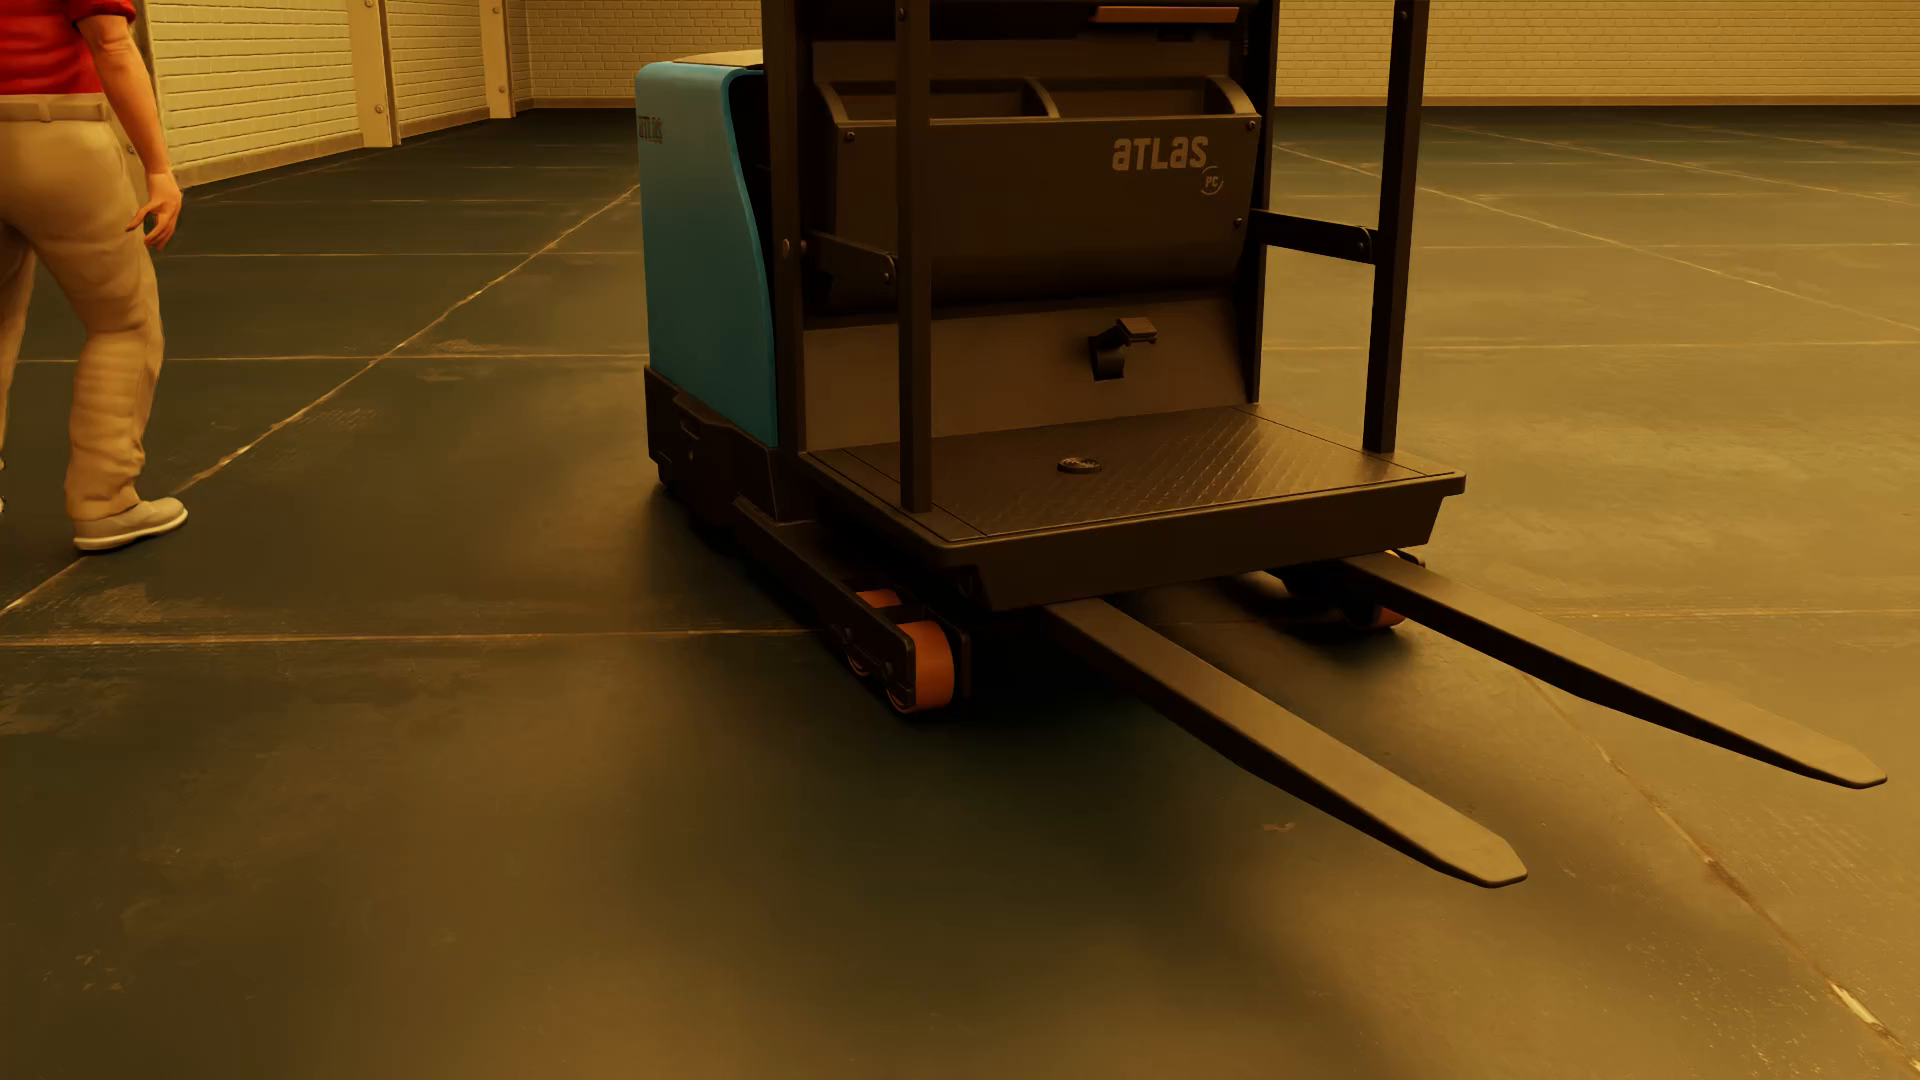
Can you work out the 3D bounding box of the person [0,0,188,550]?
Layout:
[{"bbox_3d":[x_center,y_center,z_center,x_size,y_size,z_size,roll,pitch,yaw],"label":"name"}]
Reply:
[{"bbox_3d":[-2.112,-0.832,3.738,0.842,1.702,0.382,2,17,7],"label":"person"}]

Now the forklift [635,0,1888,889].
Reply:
[{"bbox_3d":[0.258,-1.240,2.962,1.130,2.935,3.031,-8,19,-24],"label":"forklift"}]
